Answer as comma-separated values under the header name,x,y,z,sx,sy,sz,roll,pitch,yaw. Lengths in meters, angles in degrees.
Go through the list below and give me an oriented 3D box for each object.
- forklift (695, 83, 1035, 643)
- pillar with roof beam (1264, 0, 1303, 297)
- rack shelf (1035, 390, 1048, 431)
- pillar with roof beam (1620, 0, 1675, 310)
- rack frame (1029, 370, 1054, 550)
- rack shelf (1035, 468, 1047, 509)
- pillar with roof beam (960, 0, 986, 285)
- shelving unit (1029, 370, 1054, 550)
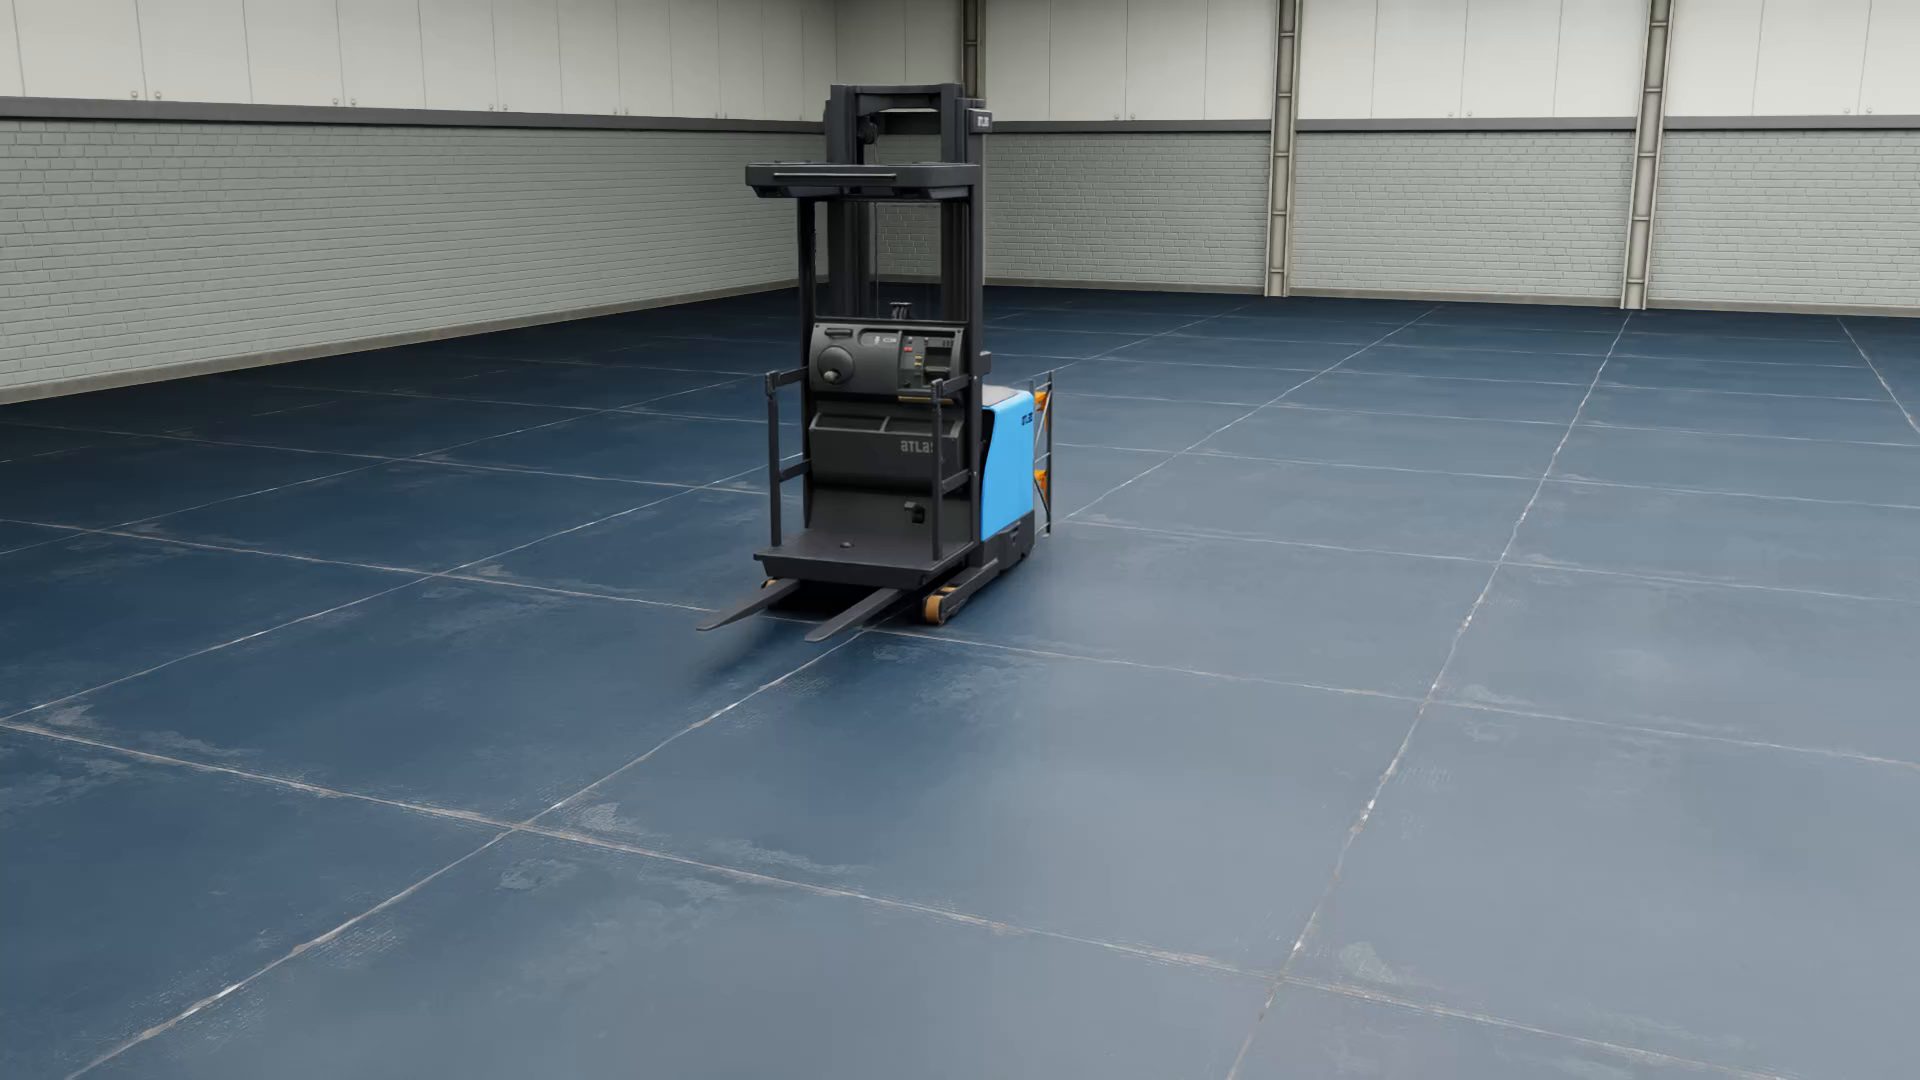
name,x,y,z,sx,sy,sz,roll,pitch,yaw
forklift,-0.499,-1.062,9.365,1.130,2.935,3.031,5,14,20
pillar with roof beam,3.990,-7.898,25.217,0.400,9.000,9.100,6,14,23
rack shelf,0.056,-0.861,11.179,1.000,0.278,0.538,4,14,18
pillar with roof beam,9.476,-7.343,22.851,0.400,9.000,9.100,6,14,23
rack frame,0.539,-0.540,11.091,0.032,1.125,0.500,4,14,18
rack shelf,0.056,-0.338,11.301,1.000,0.278,0.538,4,14,18
pillar with roof beam,-1.496,-8.454,27.583,0.400,9.000,9.100,6,14,23
shelving unit,0.056,-0.576,11.246,1.048,1.125,0.538,4,14,18
